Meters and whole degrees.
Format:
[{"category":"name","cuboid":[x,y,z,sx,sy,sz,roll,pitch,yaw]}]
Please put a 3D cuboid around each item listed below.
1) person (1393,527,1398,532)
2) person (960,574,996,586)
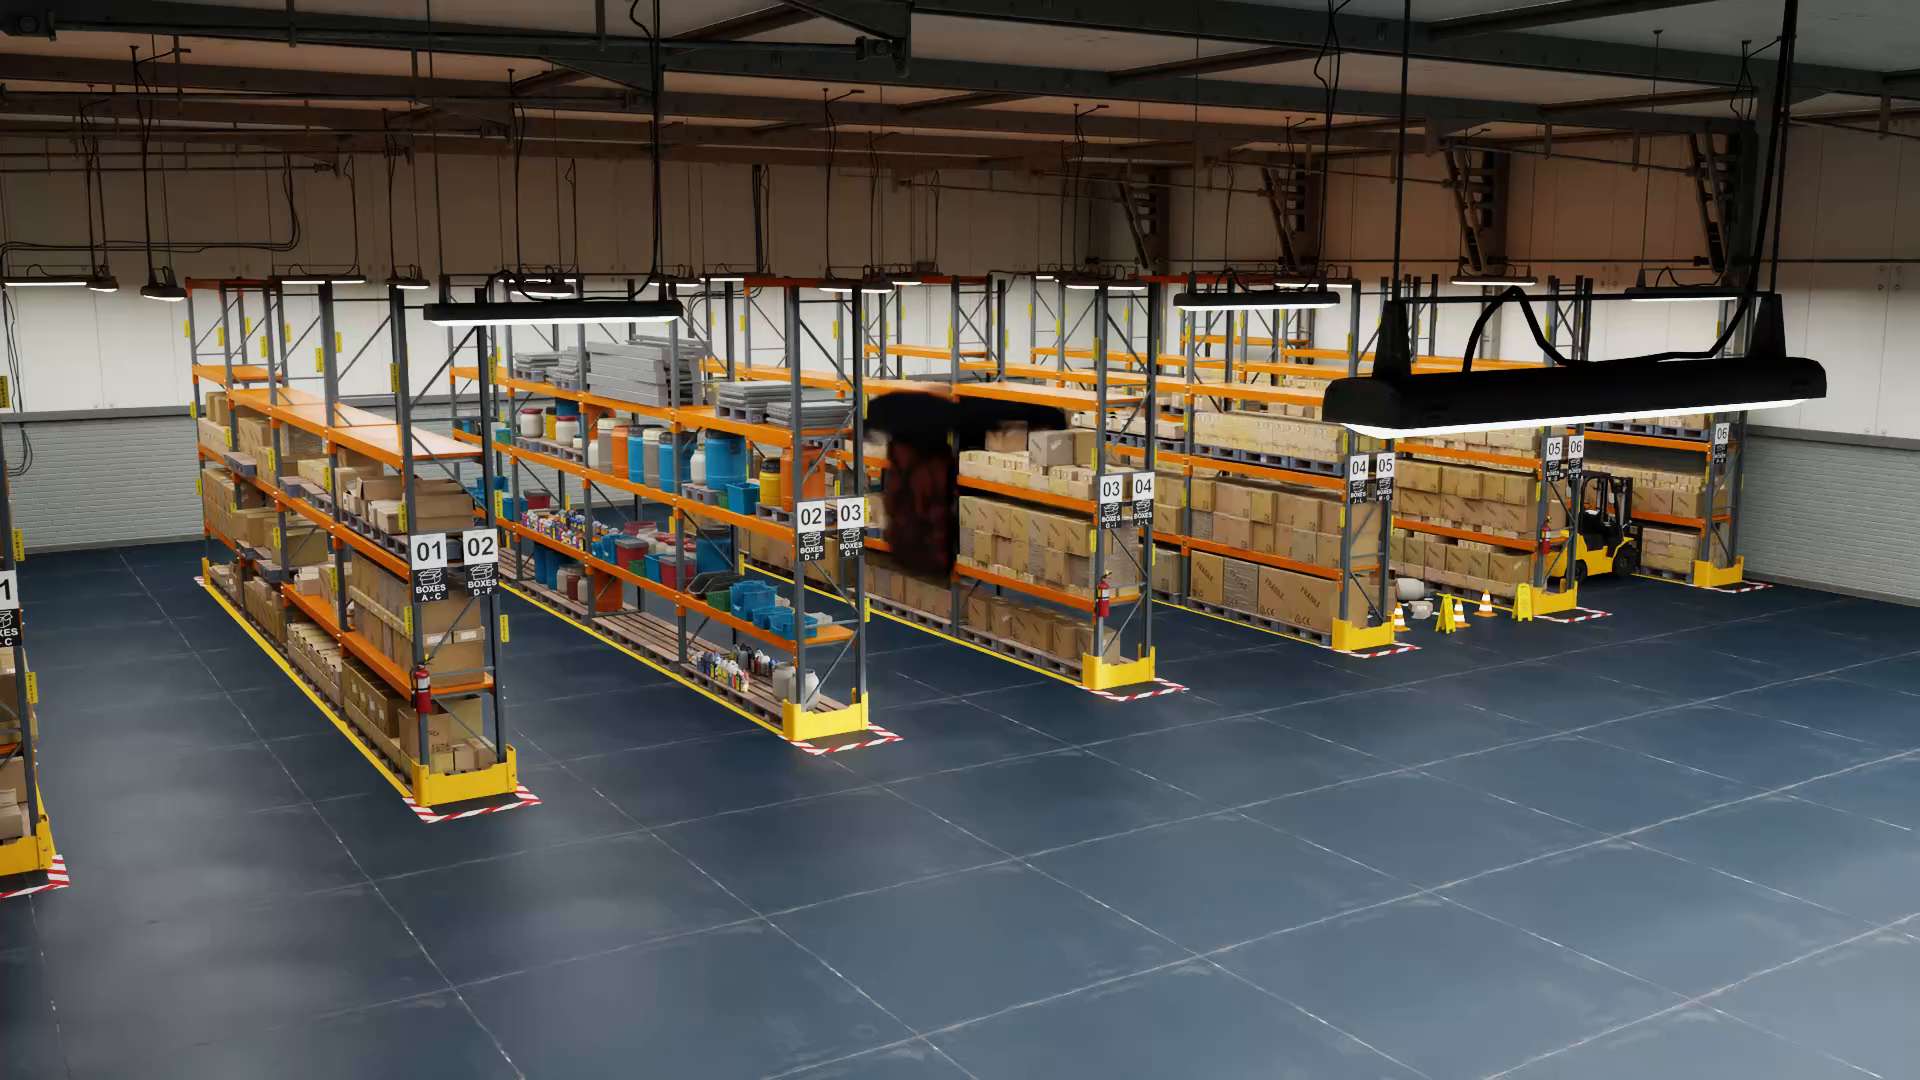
[{"category":"person","cuboid":[9.558,-0.763,37.635,0.605,1.614,0.861,-8,13,-41]},{"category":"person","cuboid":[0.323,0.092,31.931,1.208,1.551,0.711,5,11,29]}]
